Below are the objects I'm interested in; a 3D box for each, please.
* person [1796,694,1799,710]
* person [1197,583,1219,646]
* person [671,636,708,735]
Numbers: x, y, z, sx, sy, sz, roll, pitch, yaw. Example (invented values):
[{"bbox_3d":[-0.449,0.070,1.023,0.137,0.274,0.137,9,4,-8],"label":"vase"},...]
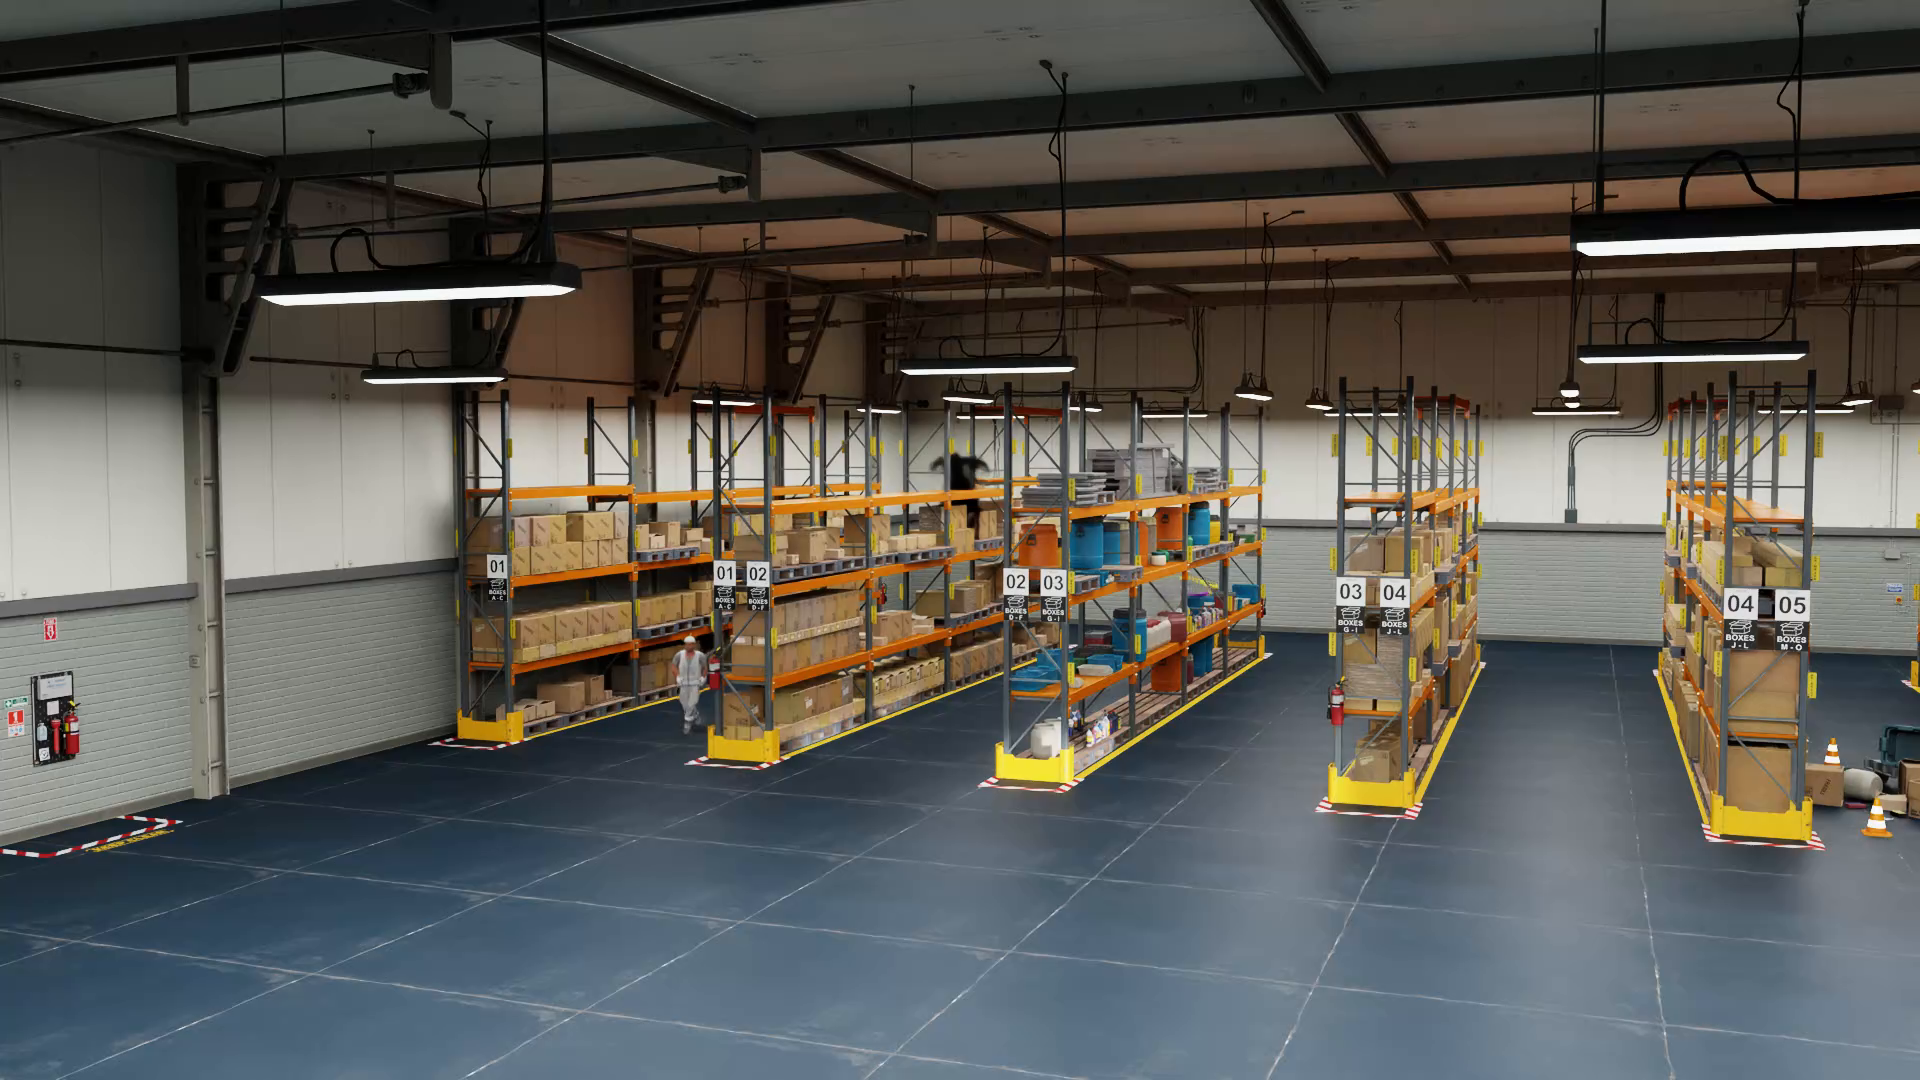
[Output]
[{"bbox_3d":[15.729,2.440,31.559,0.659,1.677,0.775,1,3,13],"label":"person"},{"bbox_3d":[6.216,1.870,42.064,1.106,1.583,0.707,3,4,39],"label":"person"},{"bbox_3d":[-4.736,2.531,29.263,0.640,1.737,0.676,0,3,4],"label":"person"}]
